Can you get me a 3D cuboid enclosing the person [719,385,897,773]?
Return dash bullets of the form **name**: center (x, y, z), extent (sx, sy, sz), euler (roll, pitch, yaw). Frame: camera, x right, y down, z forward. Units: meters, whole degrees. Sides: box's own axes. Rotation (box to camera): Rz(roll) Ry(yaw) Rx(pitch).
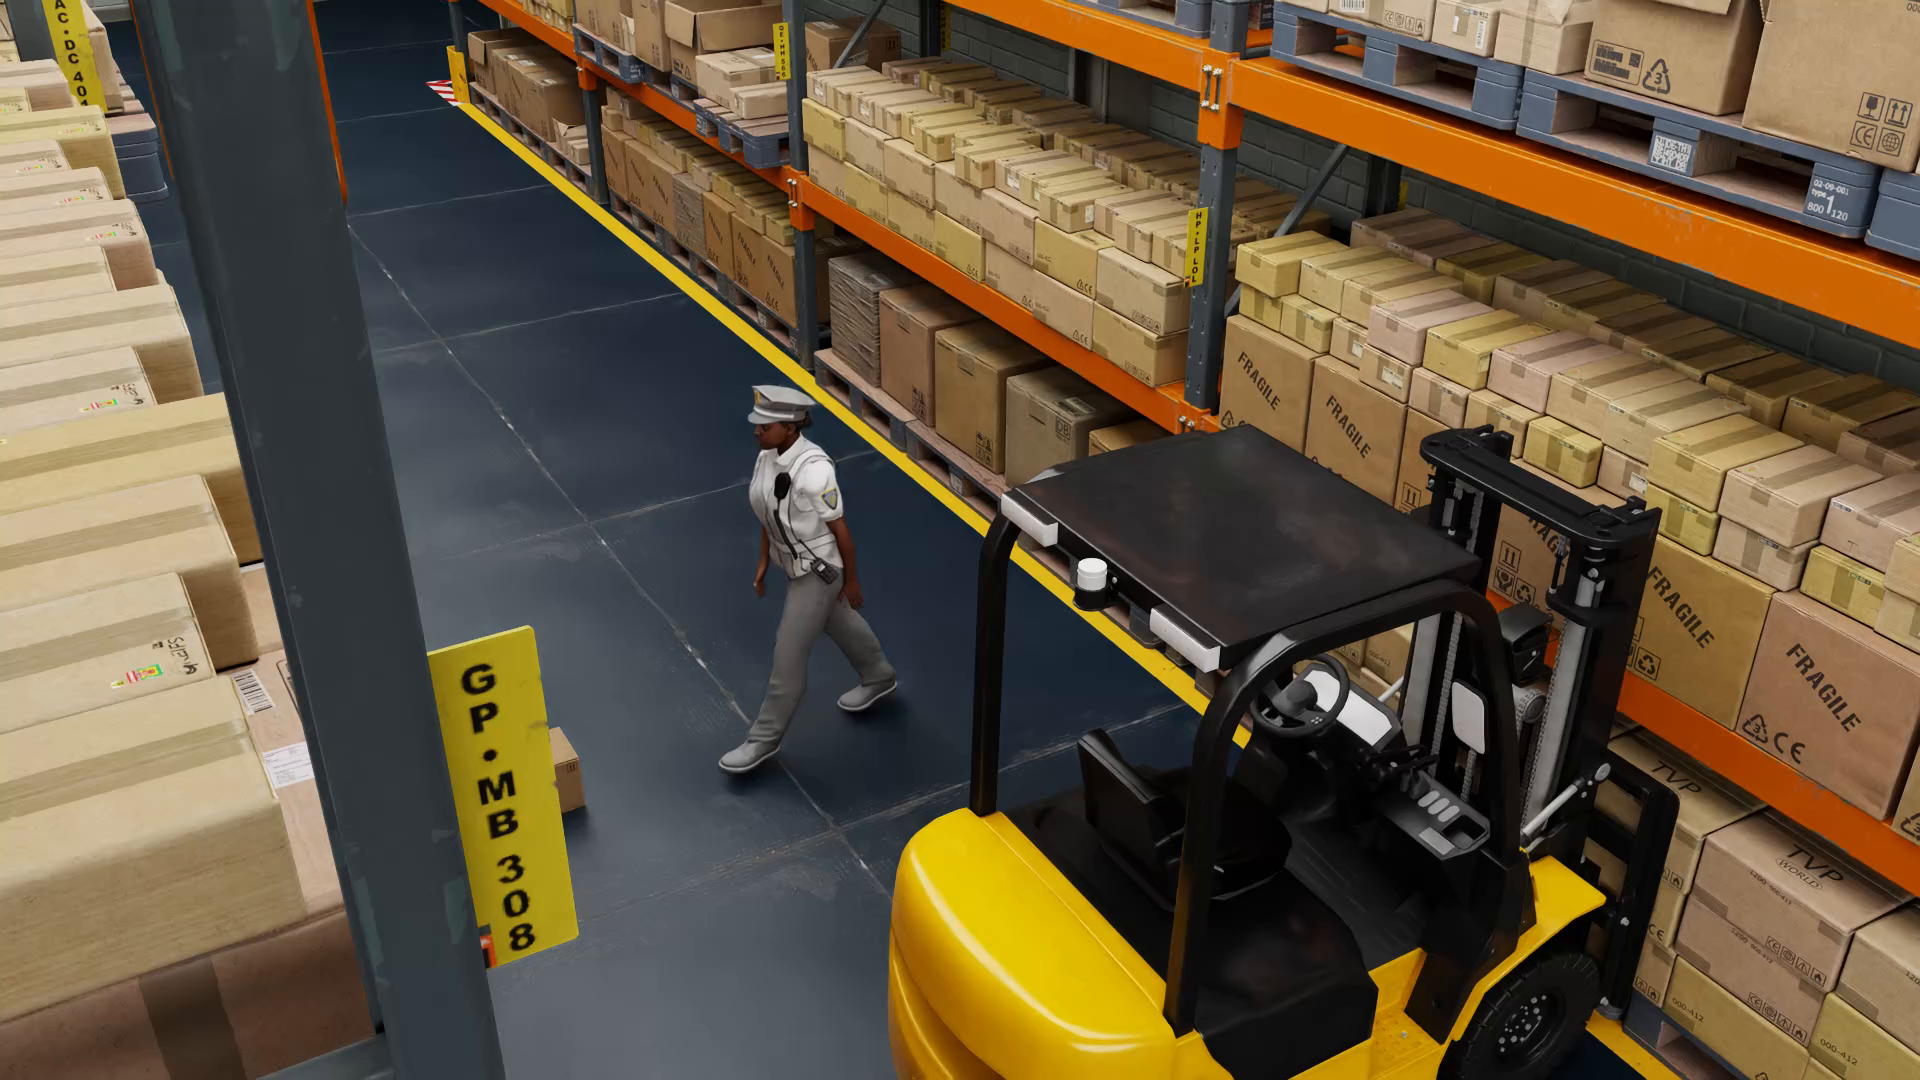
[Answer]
- **person**: center (-0.678, 0.101, 6.898), extent (0.936, 1.627, 0.453), euler (-16, 33, -26)
